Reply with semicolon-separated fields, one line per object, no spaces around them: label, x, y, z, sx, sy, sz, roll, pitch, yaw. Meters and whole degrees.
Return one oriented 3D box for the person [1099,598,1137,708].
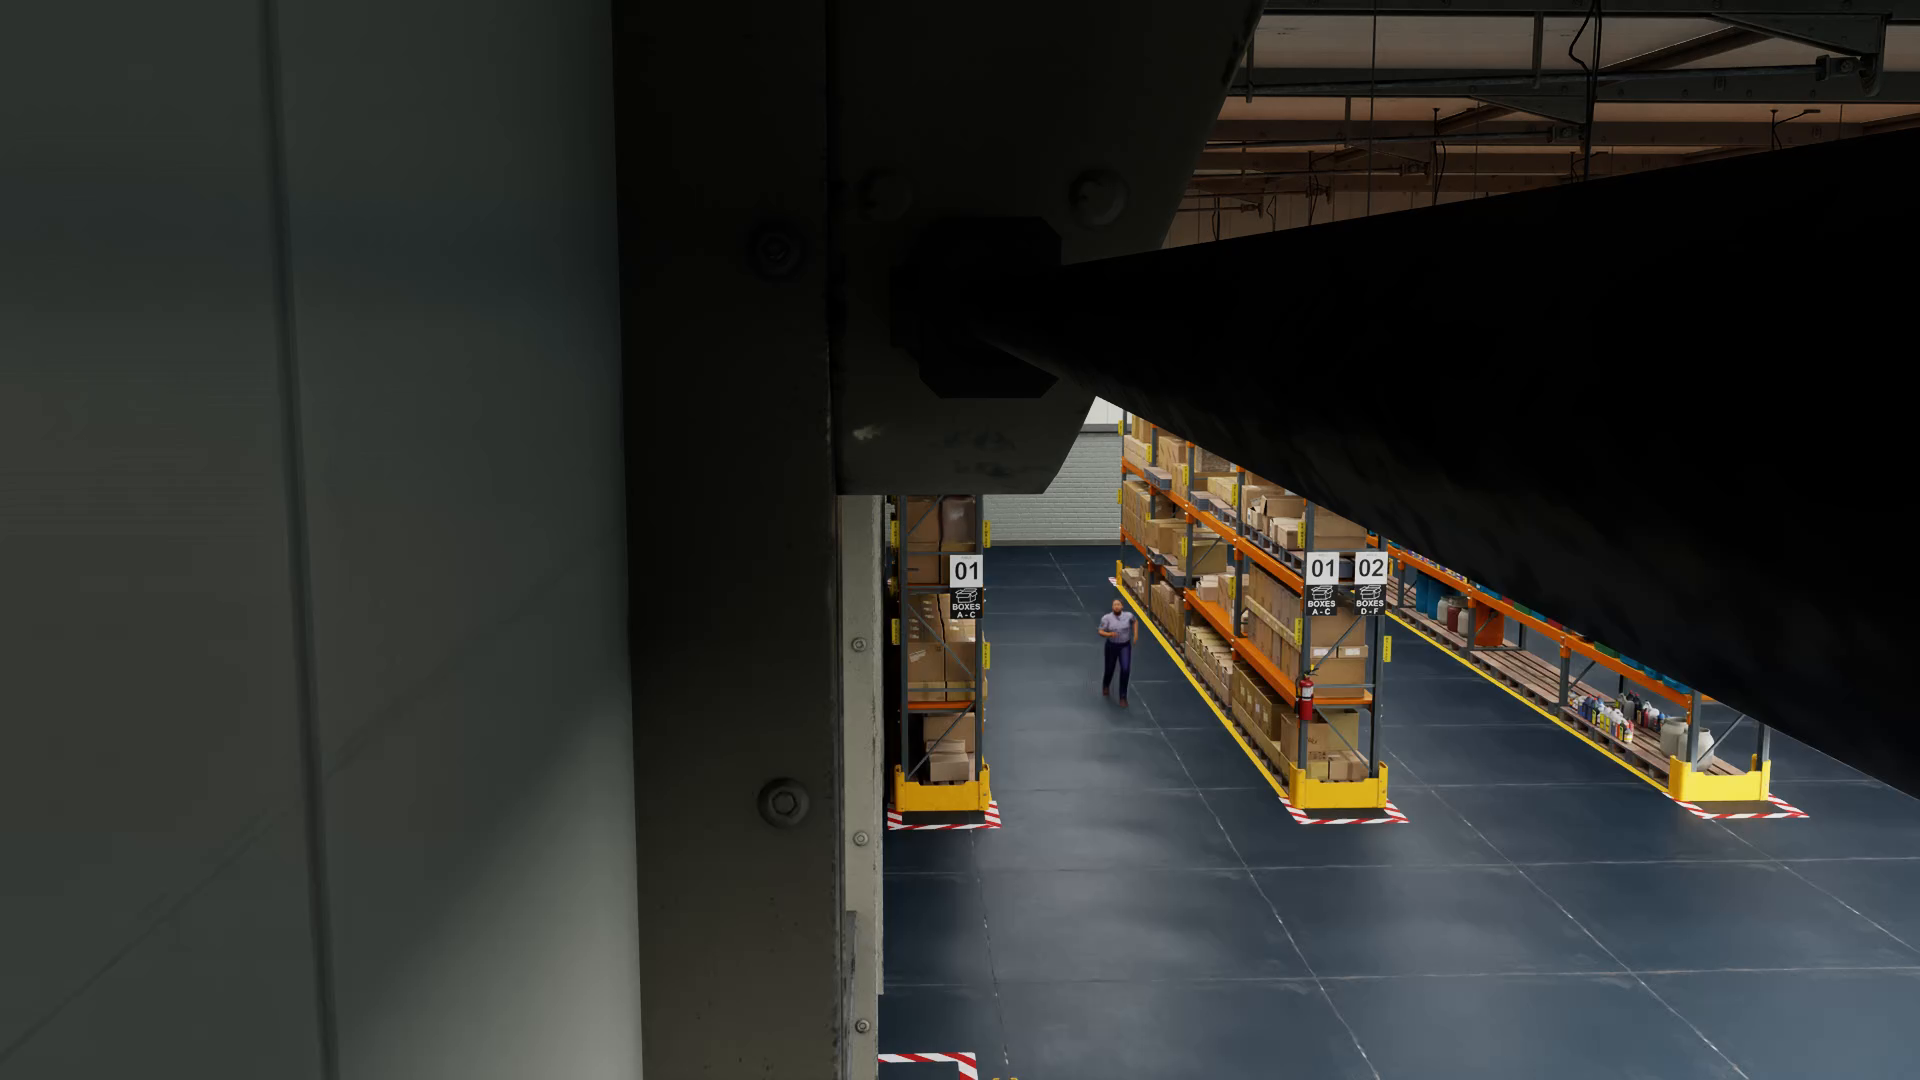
person;2.457;1.720;25.909;0.611;1.696;0.883;0;8;2
